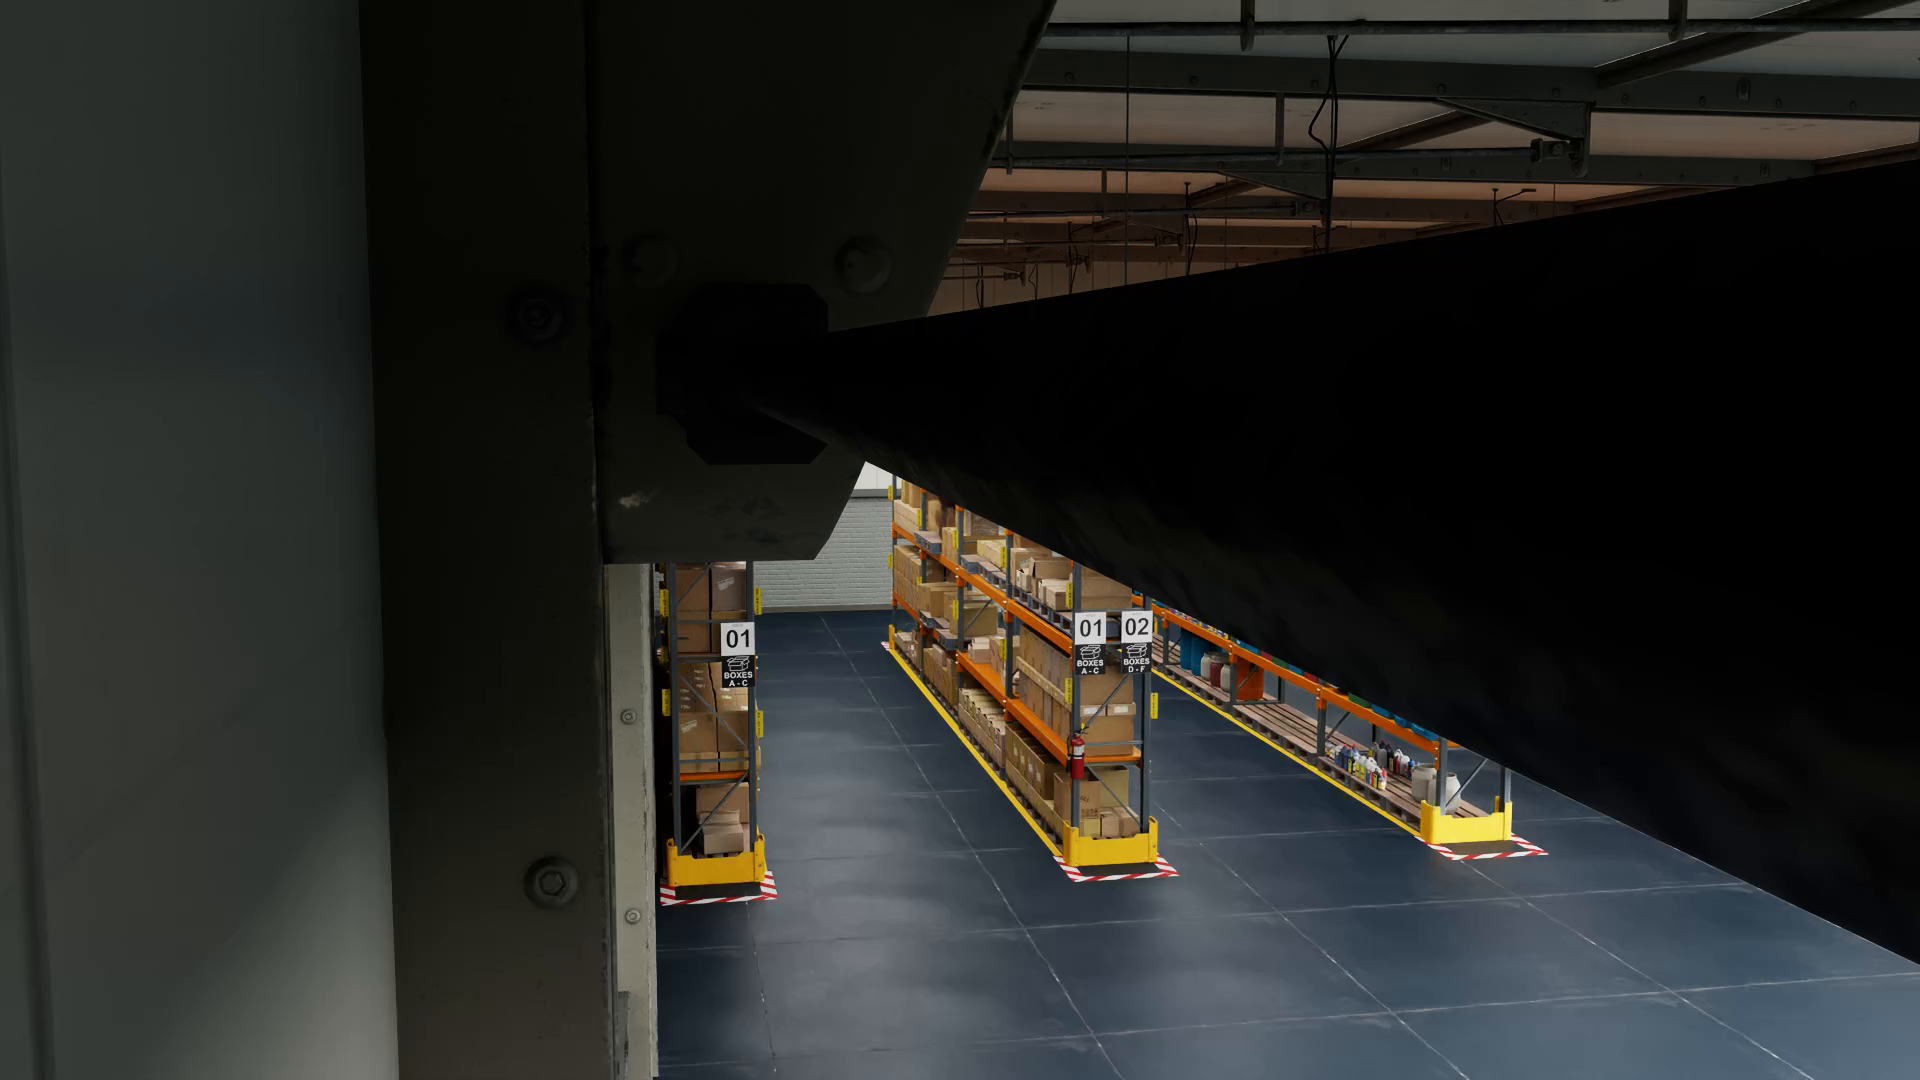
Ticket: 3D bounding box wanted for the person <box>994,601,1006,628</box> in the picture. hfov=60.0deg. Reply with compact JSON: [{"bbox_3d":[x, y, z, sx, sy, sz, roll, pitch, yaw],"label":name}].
[{"bbox_3d":[0.839,1.554,36.728,0.704,1.653,0.826,-3,7,-25],"label":"person"}]
